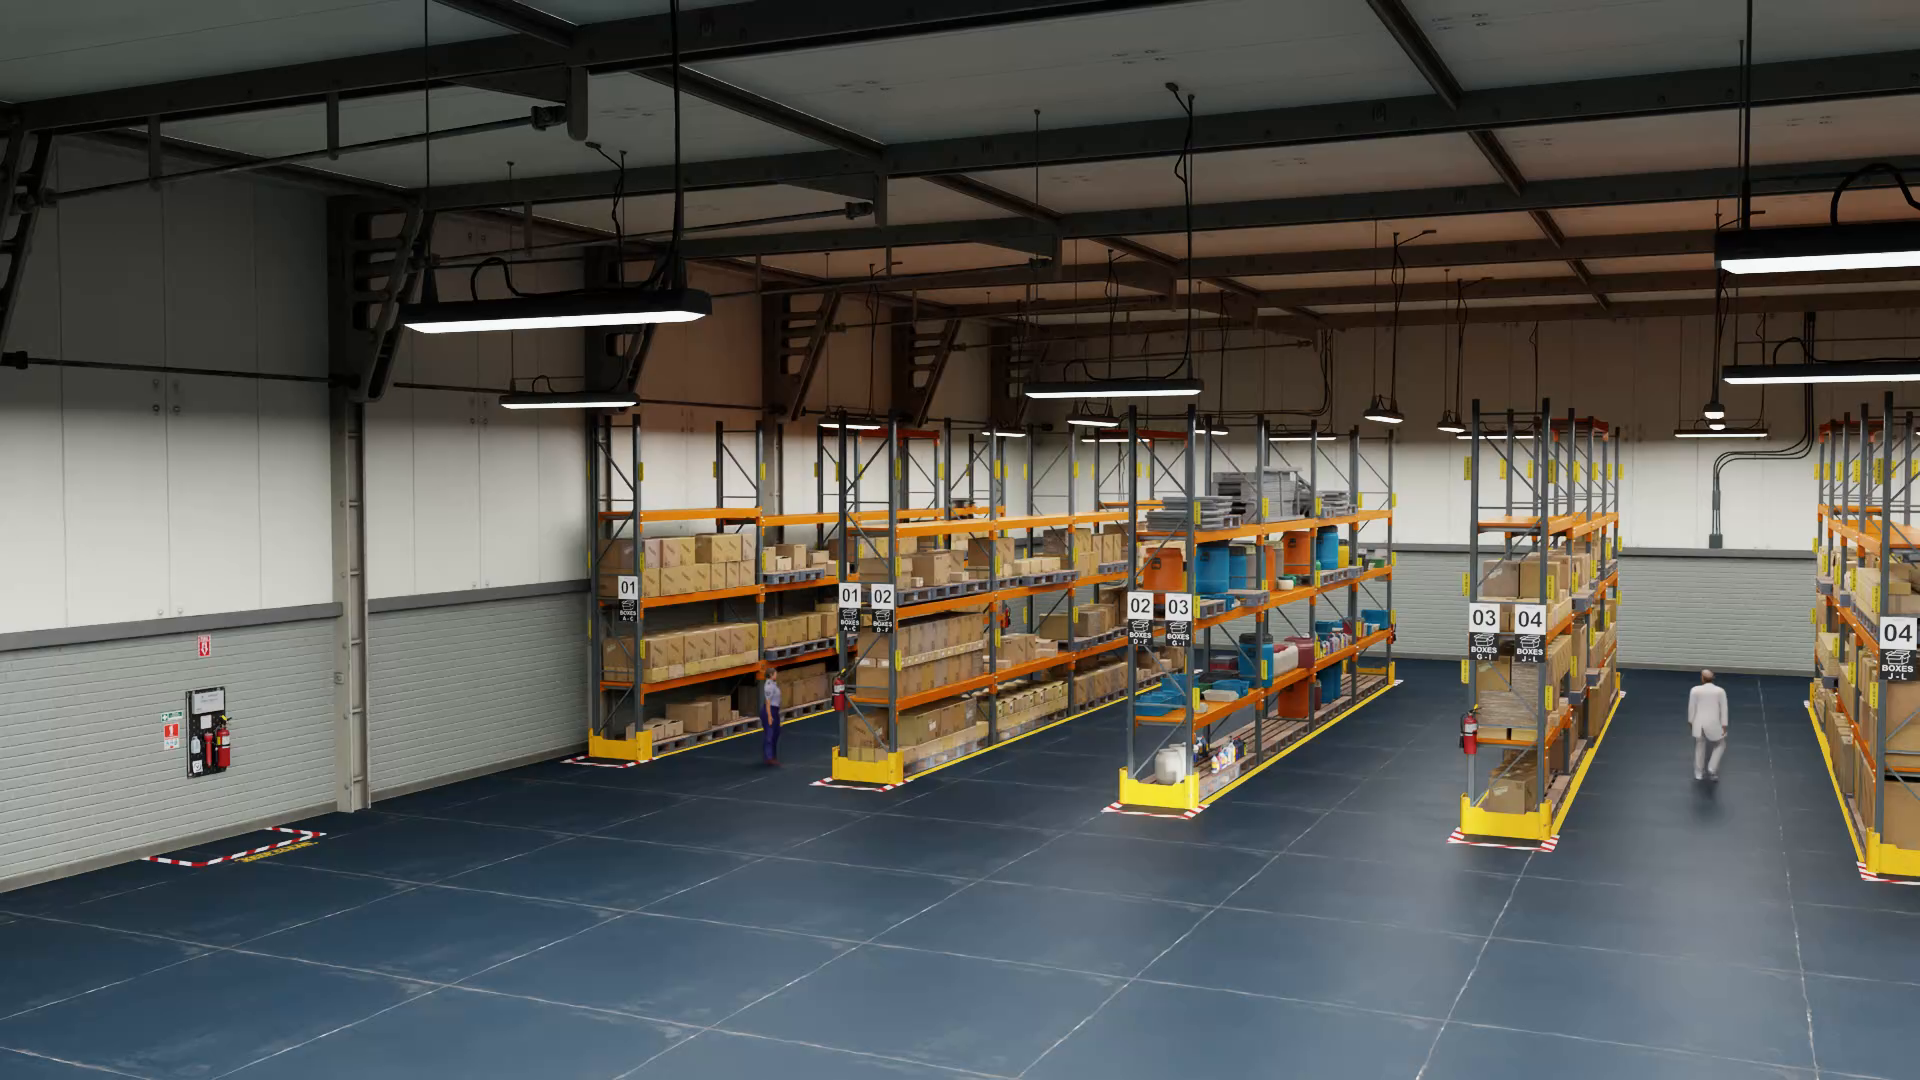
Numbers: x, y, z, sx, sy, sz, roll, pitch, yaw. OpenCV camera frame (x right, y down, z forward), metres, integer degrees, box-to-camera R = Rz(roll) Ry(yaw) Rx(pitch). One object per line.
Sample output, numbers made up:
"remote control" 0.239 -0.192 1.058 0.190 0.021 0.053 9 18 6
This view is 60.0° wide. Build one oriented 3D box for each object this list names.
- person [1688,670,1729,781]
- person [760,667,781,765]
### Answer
"person" 12.120 2.982 26.929 0.521 1.765 0.624 -2 3 -39
"person" -3.253 3.049 28.570 0.357 1.737 0.539 0 2 1
